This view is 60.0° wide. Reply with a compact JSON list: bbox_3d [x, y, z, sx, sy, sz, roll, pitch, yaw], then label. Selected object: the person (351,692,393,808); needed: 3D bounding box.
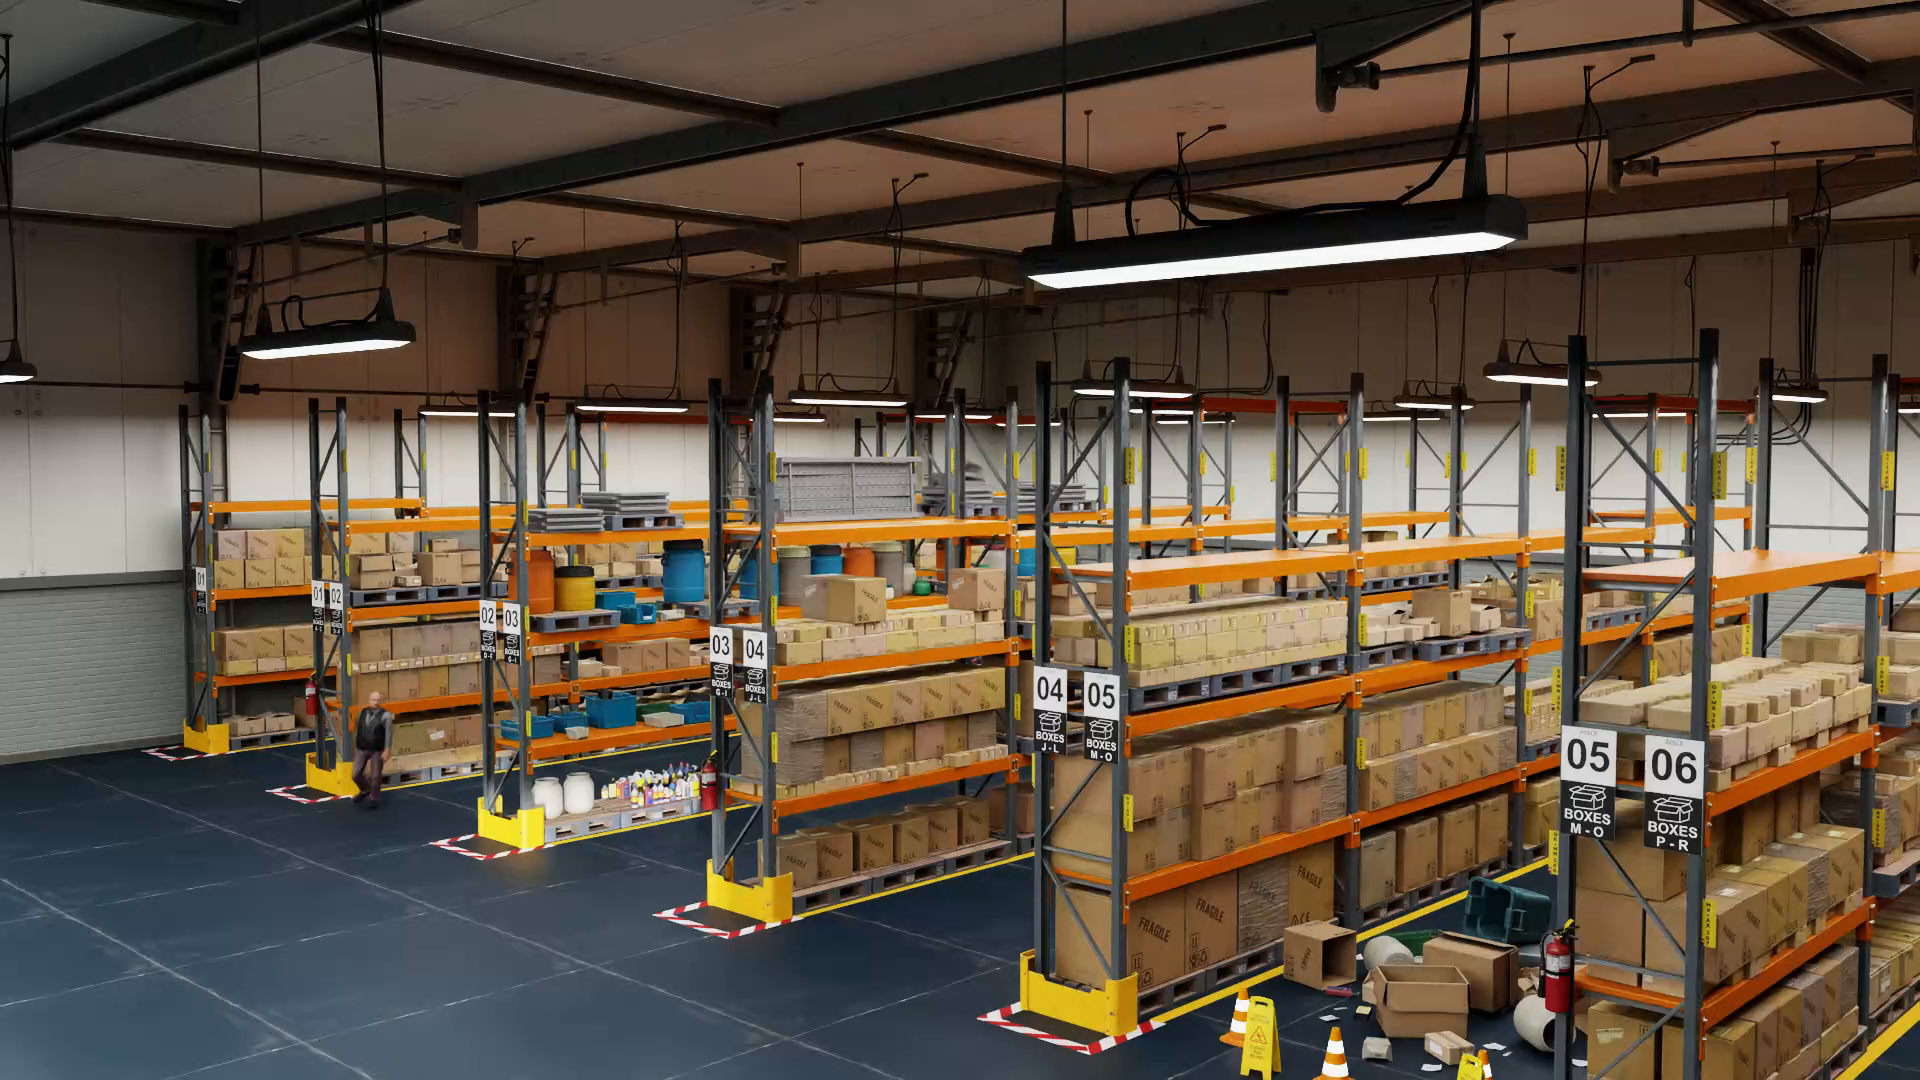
[{"bbox_3d":[-8.508,3.032,24.024,0.641,1.702,0.479,0,3,-1],"label":"person"}]
